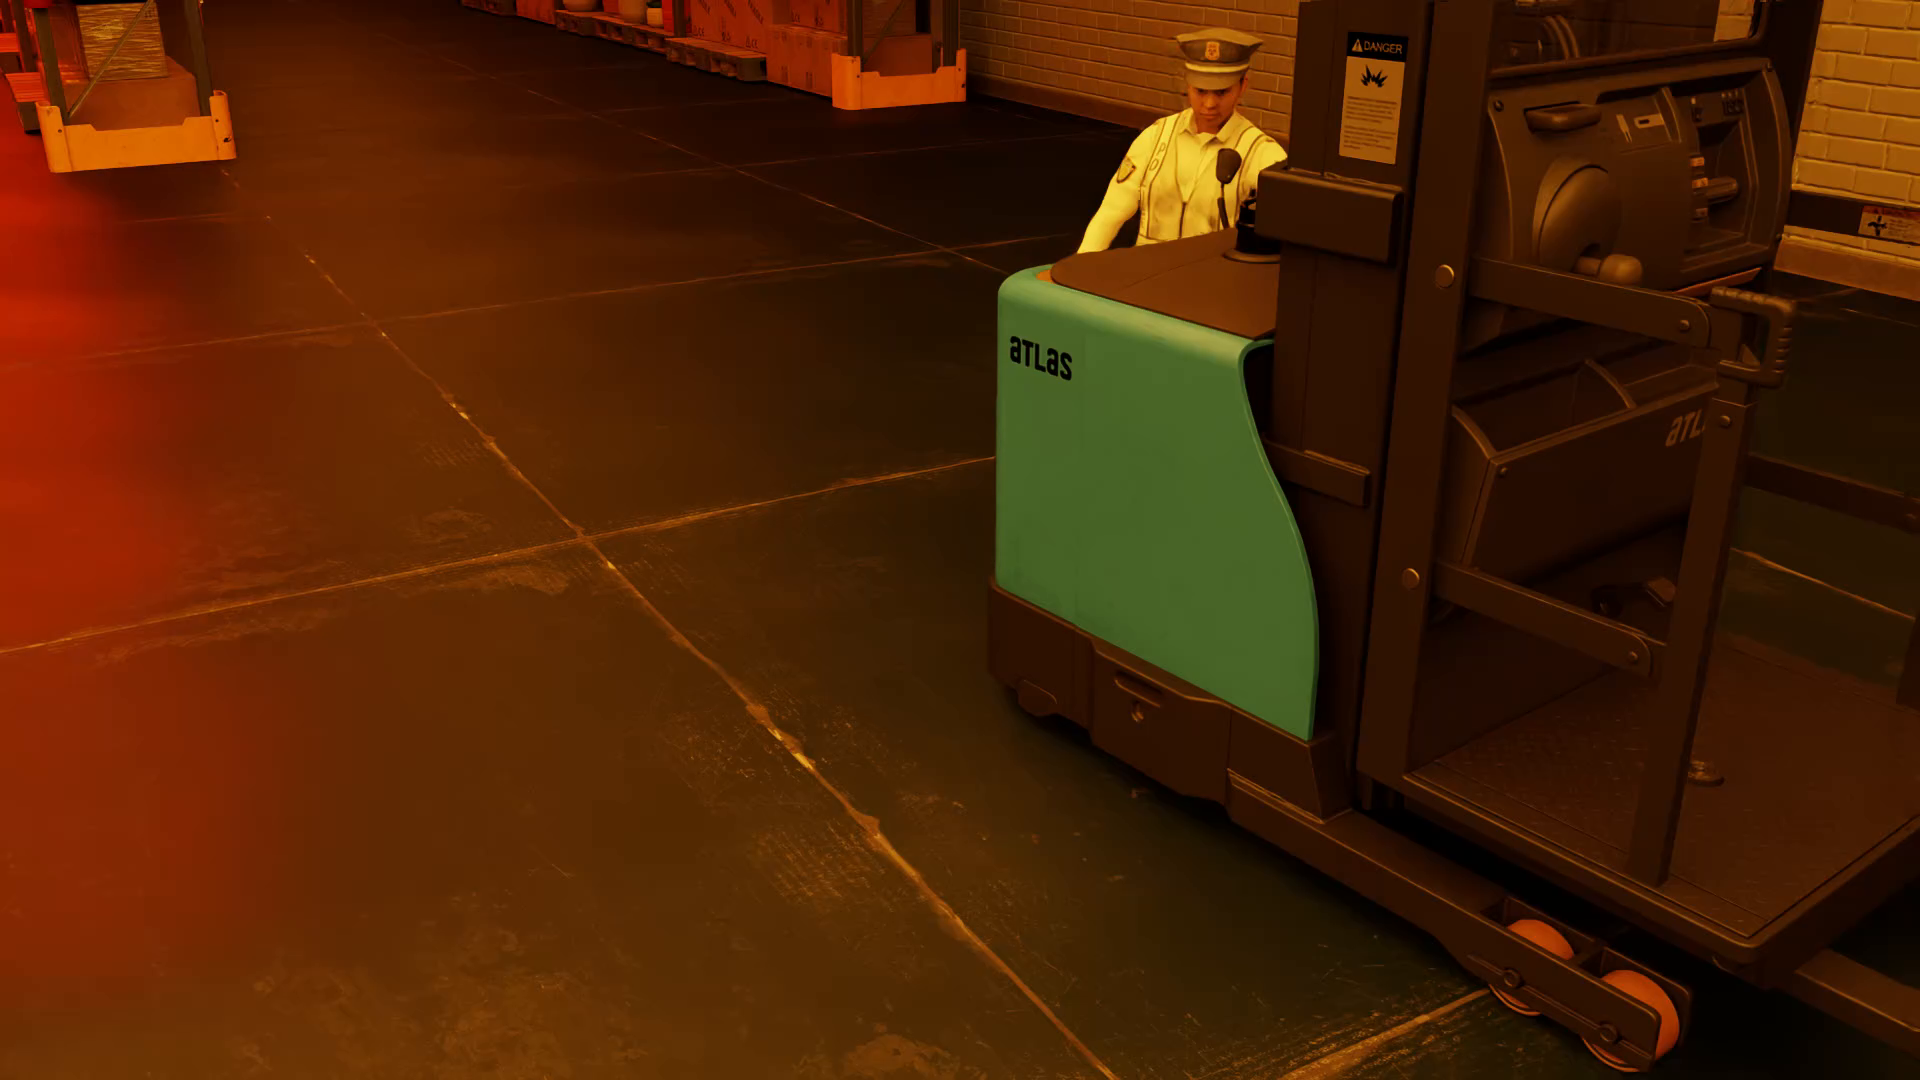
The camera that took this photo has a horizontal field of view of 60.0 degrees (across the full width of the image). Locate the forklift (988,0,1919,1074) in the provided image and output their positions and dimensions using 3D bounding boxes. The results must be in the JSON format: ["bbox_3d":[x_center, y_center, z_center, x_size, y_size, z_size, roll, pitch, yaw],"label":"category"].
[{"bbox_3d":[1.377,-0.649,2.855,1.130,2.935,3.031,-17,28,-35],"label":"forklift"}]

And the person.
[{"bbox_3d":[0.715,-0.709,4.857,0.881,1.506,0.688,10,24,23],"label":"person"}]
